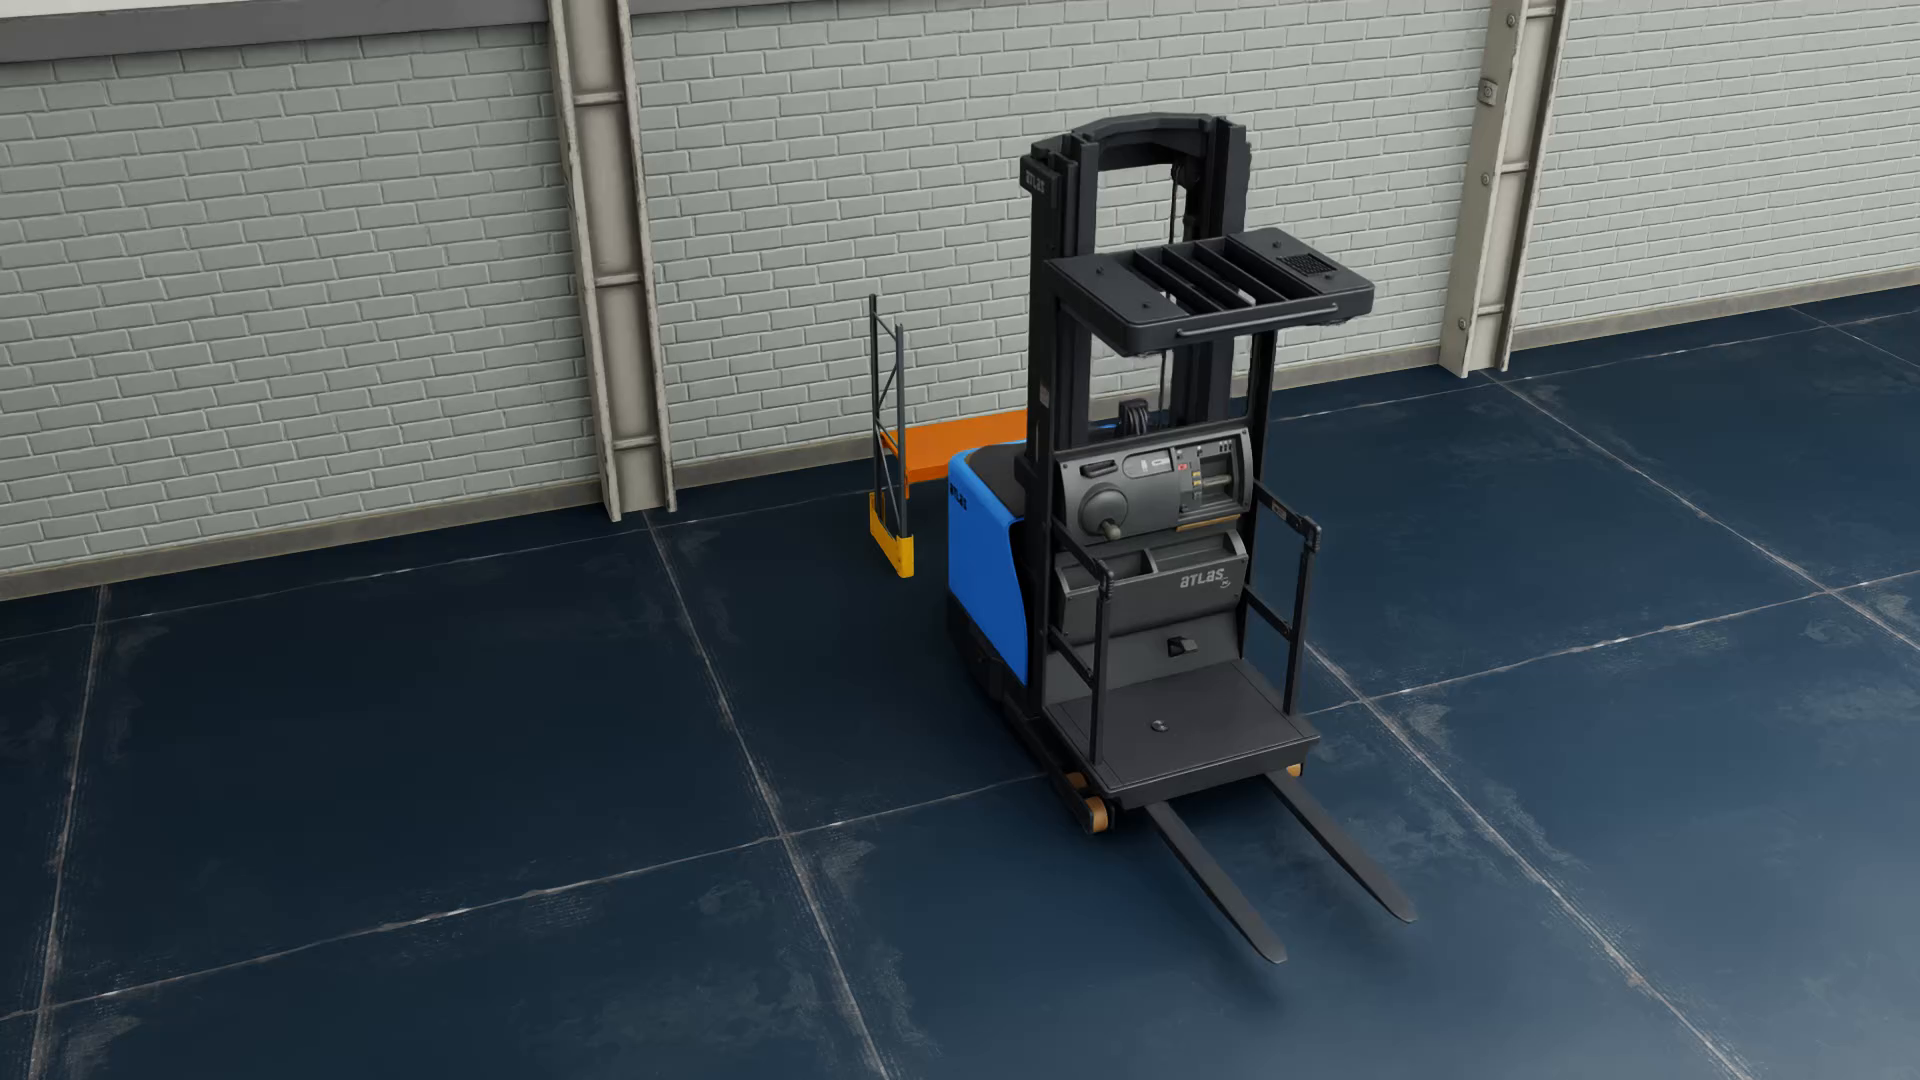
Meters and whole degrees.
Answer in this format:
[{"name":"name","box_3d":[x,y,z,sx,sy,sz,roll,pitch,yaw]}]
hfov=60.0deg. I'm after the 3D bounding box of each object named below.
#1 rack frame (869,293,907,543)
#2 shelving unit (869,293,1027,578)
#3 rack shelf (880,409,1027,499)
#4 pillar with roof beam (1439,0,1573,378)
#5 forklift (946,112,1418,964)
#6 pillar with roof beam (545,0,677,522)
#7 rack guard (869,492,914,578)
[{"name":"rack frame","box_3d":[-0.396,-0.579,9.251,0.032,1.500,0.500,-10,31,-18]},{"name":"shelving unit","box_3d":[0.071,-0.665,9.402,1.083,1.500,0.587,-10,31,-18]},{"name":"rack shelf","box_3d":[0.080,-0.510,9.494,1.000,0.185,0.538,-10,31,-18]},{"name":"pillar with roof beam","box_3d":[5.176,-3.162,6.210,0.400,9.000,9.100,-10,31,-18]},{"name":"forklift","box_3d":[0.952,-0.198,7.137,1.130,2.935,3.031,-11,32,-19]},{"name":"pillar with roof beam","box_3d":[-0.448,-2.127,4.392,0.400,9.000,9.100,-10,31,-18]},{"name":"rack guard","box_3d":[-0.395,-0.036,9.560,0.087,0.250,0.587,-10,31,-18]}]
